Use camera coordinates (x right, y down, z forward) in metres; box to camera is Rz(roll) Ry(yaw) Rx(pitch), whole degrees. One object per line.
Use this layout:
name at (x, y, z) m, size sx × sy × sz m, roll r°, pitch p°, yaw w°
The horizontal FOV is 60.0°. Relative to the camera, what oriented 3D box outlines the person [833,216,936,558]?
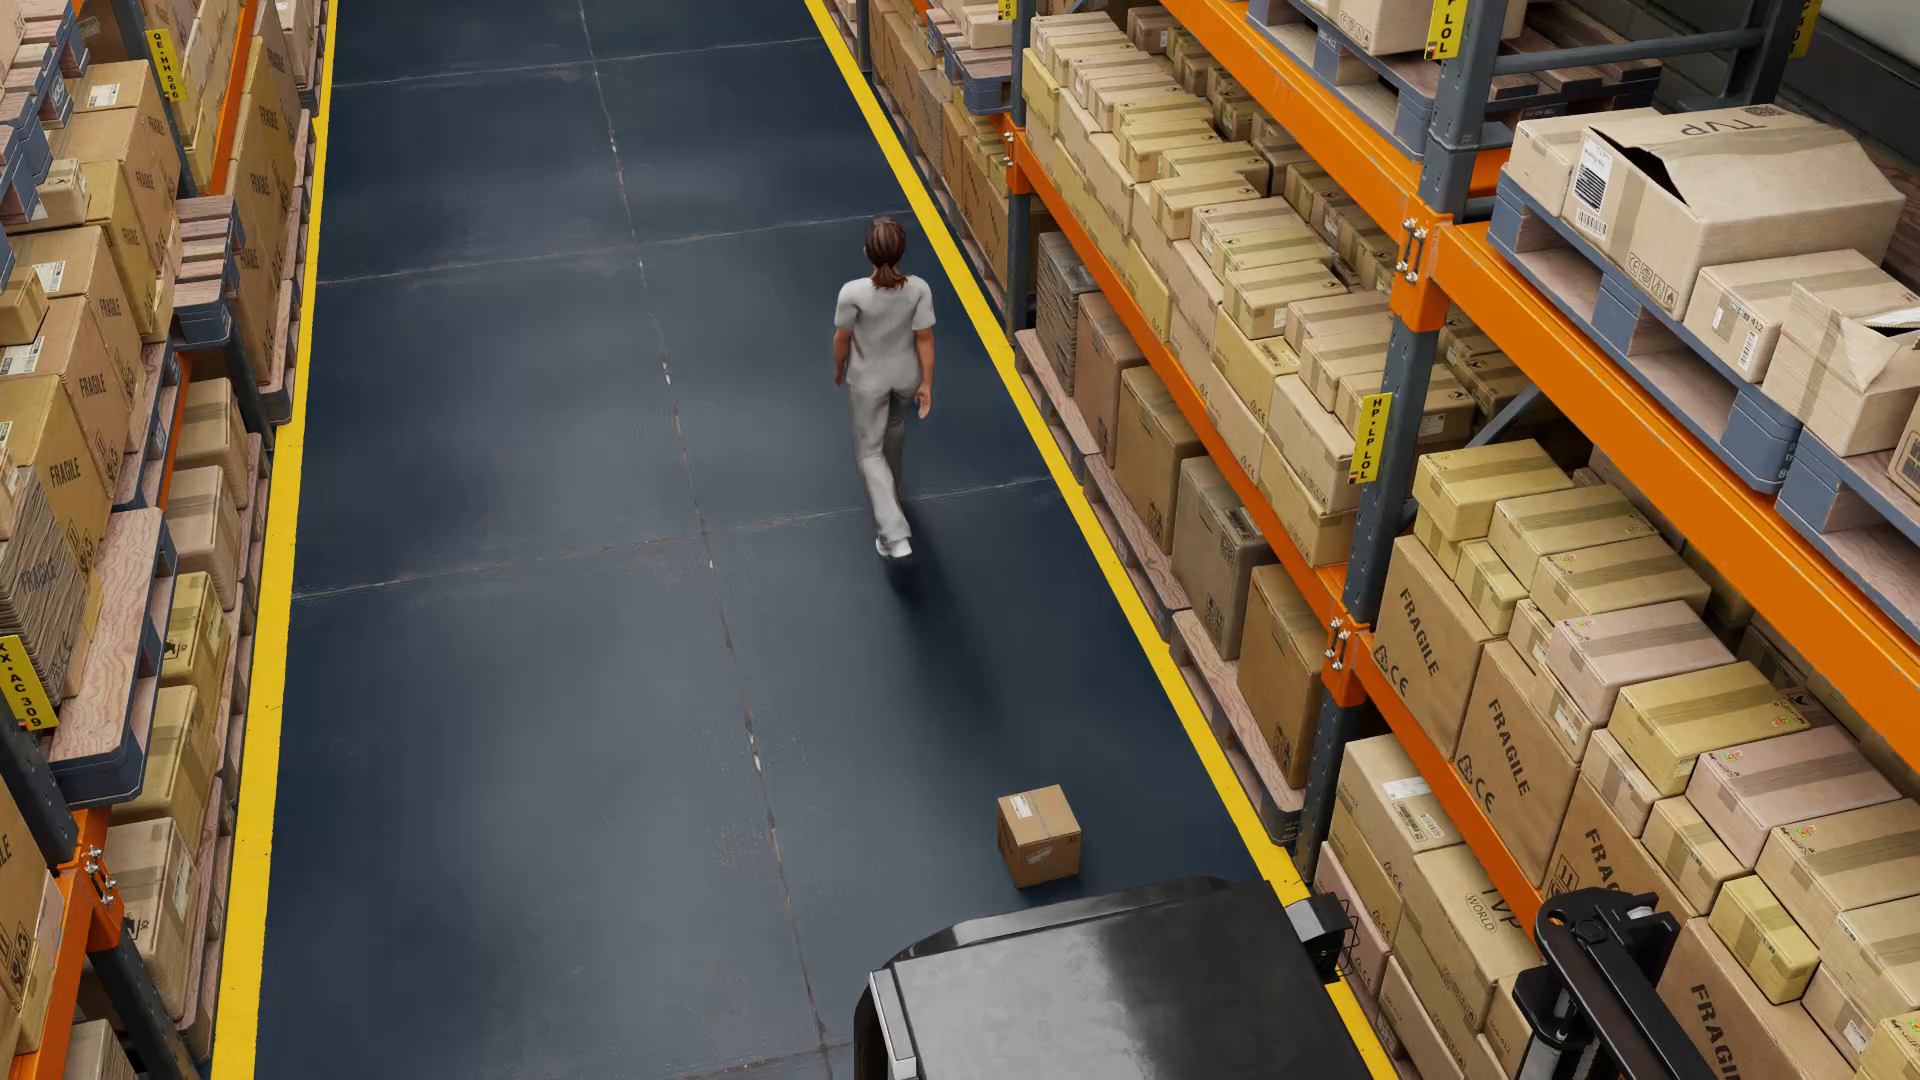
person at (-0.336, -0.725, 7.566) m, size 0.441 × 1.625 × 0.993 m, roll -11°, pitch 40°, yaw -14°
